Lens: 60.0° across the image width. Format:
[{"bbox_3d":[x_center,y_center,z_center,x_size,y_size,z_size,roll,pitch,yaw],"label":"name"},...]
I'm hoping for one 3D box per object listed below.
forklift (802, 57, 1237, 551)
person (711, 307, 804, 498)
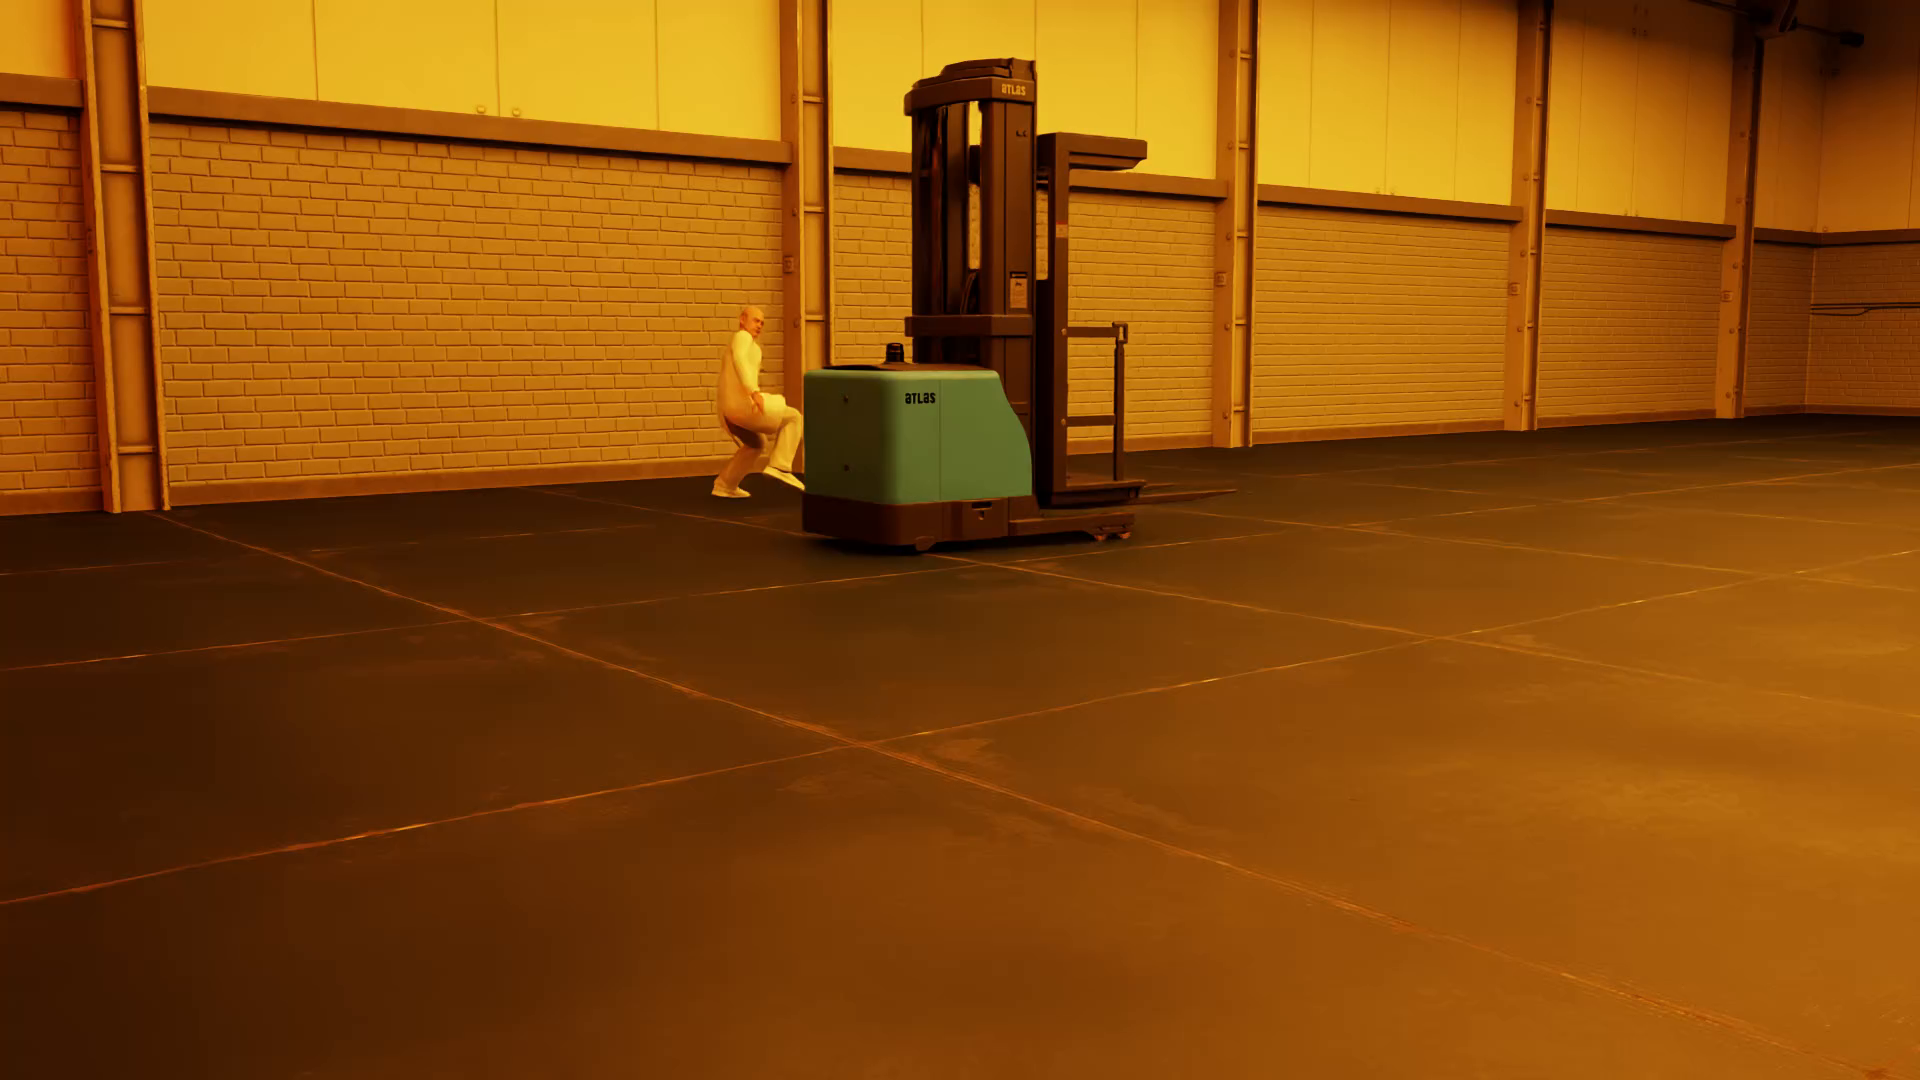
[{"bbox_3d":[0.502,-1.502,10.717,3.031,2.935,1.130,-5,8,-36],"label":"forklift"},{"bbox_3d":[-1.587,-1.061,13.115,0.688,1.546,0.841,-5,8,-34],"label":"person"}]
